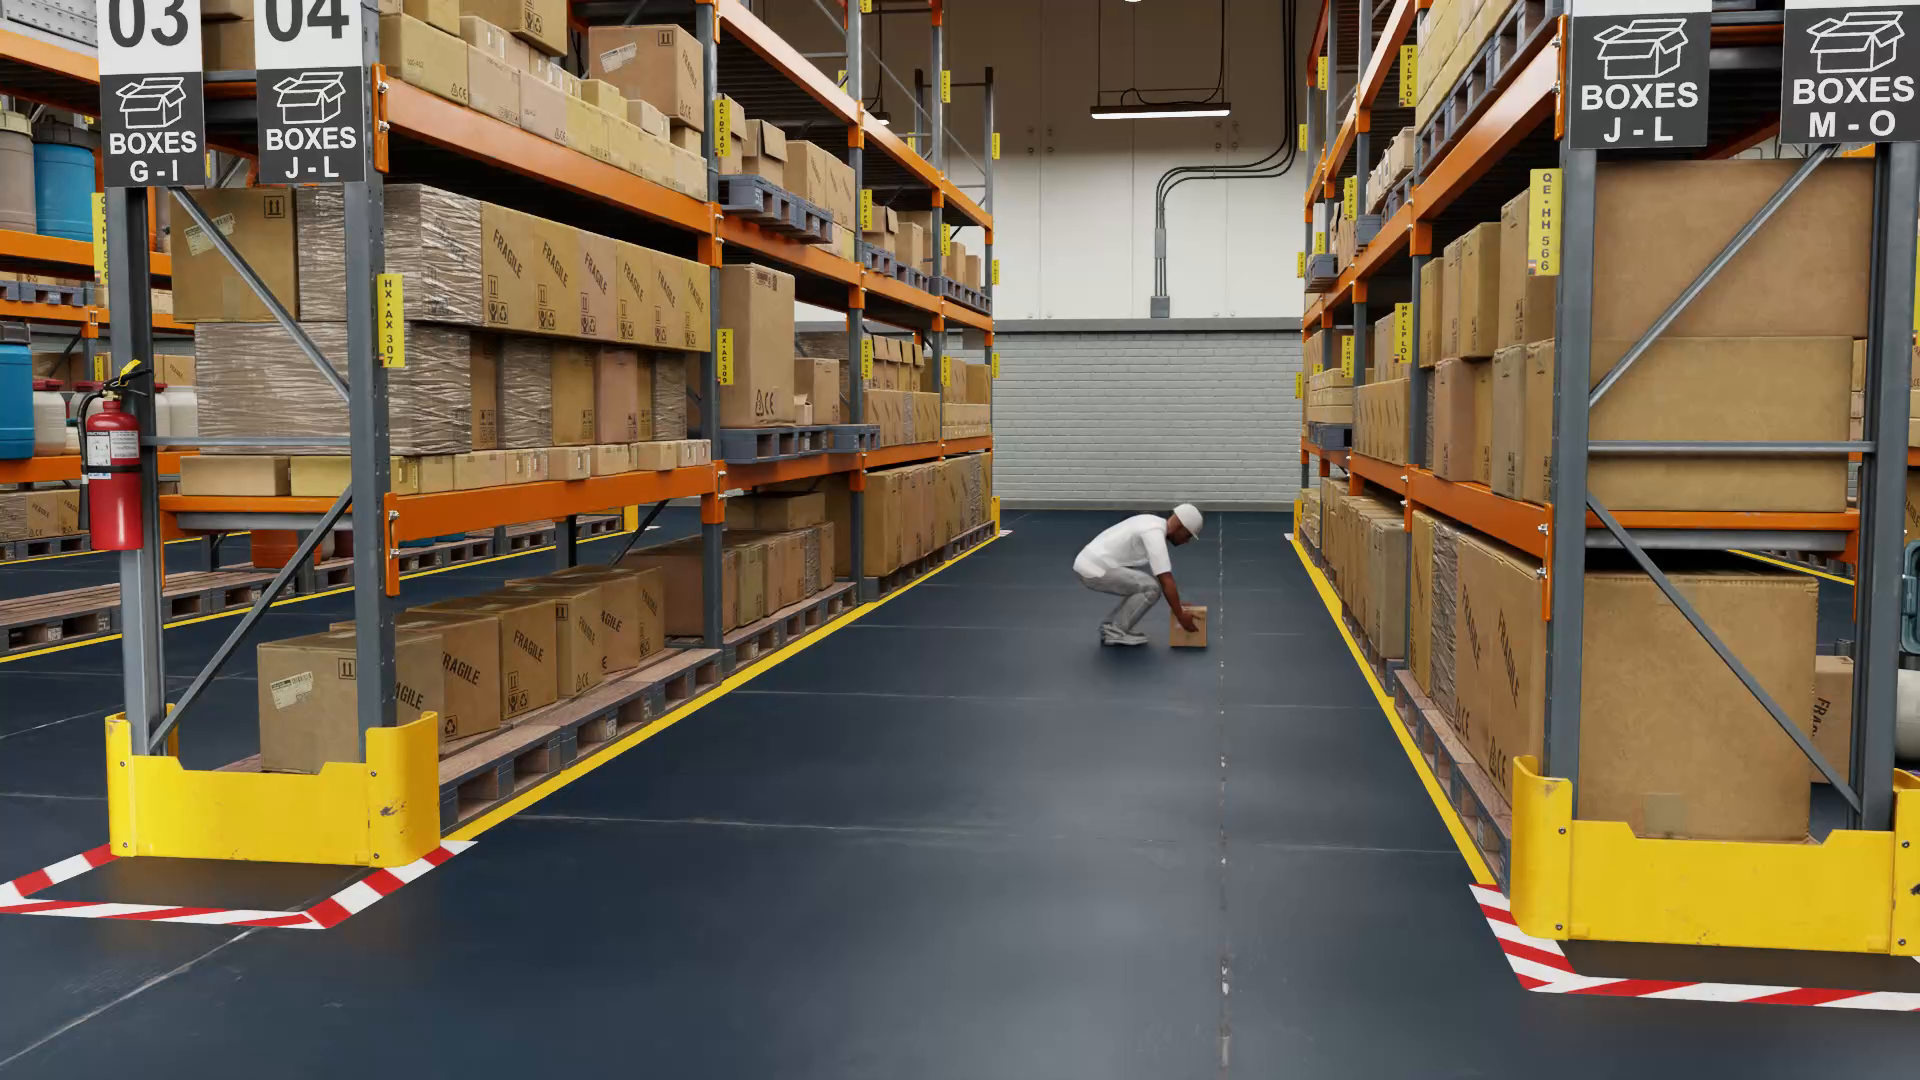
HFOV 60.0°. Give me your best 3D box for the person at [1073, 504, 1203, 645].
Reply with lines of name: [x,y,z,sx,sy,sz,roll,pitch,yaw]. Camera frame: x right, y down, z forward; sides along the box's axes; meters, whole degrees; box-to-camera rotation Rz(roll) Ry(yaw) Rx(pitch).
person: [1.244,0.234,11.624,0.894,0.975,0.580,1,4,8]
